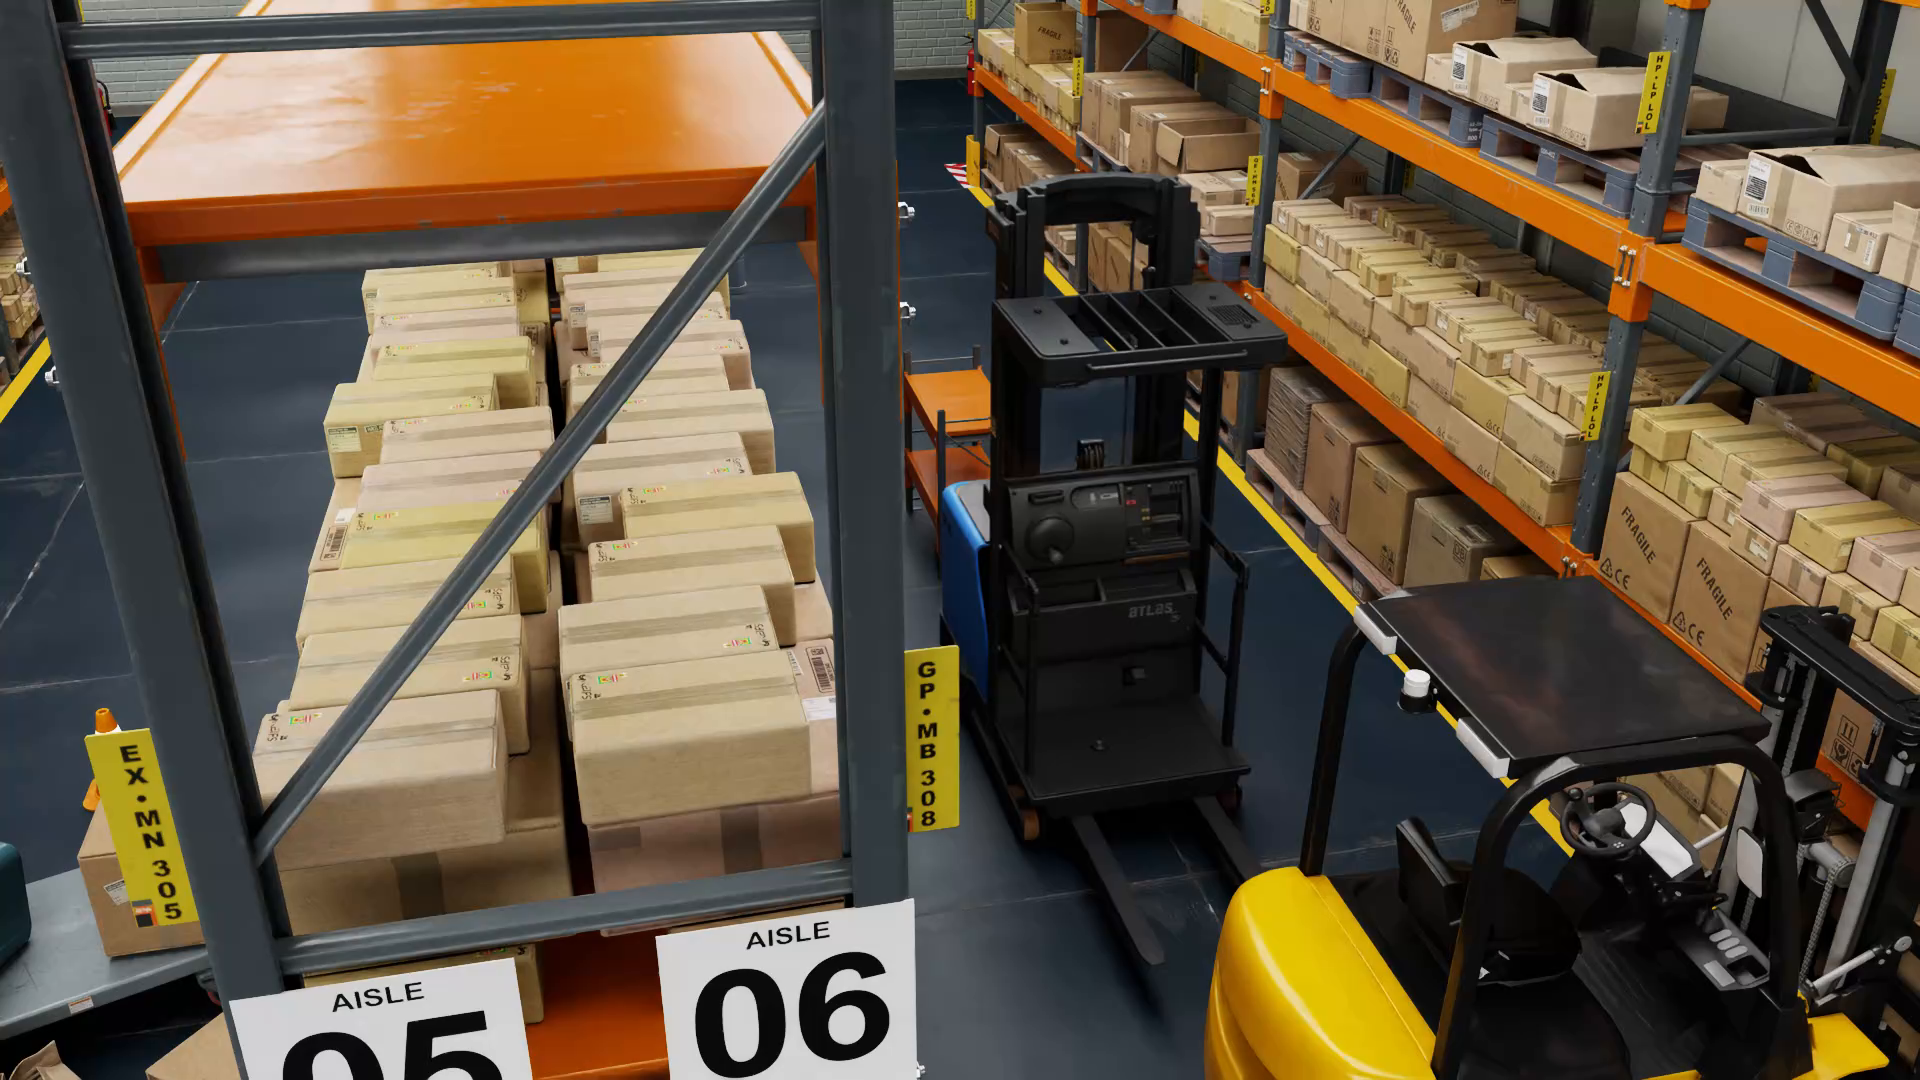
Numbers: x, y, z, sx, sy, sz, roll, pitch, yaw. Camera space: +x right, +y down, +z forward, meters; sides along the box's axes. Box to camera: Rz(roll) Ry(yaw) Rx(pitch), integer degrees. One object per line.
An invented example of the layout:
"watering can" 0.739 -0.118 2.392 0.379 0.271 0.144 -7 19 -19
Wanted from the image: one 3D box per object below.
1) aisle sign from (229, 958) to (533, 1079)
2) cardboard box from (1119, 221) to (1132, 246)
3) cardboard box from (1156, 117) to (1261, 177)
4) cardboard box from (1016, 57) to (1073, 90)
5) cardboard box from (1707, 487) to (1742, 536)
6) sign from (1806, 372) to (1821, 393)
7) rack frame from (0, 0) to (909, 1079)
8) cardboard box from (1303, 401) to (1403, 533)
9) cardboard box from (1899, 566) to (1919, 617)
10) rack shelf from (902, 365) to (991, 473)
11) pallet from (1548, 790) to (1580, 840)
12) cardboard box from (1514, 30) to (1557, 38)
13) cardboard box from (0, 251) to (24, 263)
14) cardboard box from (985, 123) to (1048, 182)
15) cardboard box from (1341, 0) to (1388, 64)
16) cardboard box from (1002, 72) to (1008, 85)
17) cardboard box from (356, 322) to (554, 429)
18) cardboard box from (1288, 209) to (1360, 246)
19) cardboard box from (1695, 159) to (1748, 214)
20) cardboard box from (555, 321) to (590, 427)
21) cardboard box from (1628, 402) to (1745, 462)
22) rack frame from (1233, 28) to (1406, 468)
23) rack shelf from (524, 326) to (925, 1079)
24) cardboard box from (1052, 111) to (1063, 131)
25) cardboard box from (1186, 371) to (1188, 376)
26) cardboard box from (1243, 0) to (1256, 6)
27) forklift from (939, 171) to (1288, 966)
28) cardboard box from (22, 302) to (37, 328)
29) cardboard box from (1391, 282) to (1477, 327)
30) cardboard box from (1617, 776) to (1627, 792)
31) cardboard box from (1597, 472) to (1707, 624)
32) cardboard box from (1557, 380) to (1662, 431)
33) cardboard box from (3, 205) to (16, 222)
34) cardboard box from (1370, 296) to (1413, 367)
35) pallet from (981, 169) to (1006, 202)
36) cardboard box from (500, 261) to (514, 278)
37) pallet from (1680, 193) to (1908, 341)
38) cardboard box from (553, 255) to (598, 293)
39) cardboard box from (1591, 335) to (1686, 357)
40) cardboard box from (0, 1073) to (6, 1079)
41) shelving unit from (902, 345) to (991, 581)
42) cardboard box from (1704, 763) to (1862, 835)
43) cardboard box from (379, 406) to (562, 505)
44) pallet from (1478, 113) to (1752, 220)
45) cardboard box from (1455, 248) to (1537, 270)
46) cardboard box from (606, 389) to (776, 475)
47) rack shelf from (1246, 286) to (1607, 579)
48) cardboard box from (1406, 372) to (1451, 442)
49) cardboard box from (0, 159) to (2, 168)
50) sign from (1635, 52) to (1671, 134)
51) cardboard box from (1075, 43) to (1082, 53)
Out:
"aisle sign" -0.848 0.986 2.582 0.394 0.787 0.004 -6 27 -12
"cardboard box" 1.580 -2.635 14.229 0.380 0.149 0.250 -7 28 -14
"cardboard box" 1.905 -2.859 12.504 0.797 0.503 0.637 -7 28 -13
"cardboard box" 0.857 -4.613 16.397 0.500 0.250 0.500 -7 28 -13
"cardboard box" 3.316 -0.114 6.816 0.380 0.149 0.250 -6 27 -12
"sign" 3.895 -0.650 7.661 0.100 0.325 0.005 -6 27 -12
"rack frame" -0.579 -0.588 1.928 1.000 3.000 0.127 -6 27 -12
"cardboard box" 2.735 -0.494 10.568 0.875 0.625 0.625 -5 27 -10
"cardboard box" 3.579 0.197 5.870 0.380 0.149 0.250 -6 27 -11
"rack shelf" -0.002 -0.766 10.371 0.538 0.278 1.000 -6 27 -12
"pallet" 3.493 1.427 7.689 1.003 0.211 1.213 -6 27 -12
"cardboard box" 3.035 -2.695 9.113 0.380 0.166 0.250 -6 27 -12
"cardboard box" -8.149 -2.329 14.072 0.380 0.149 0.250 -7 28 -13
"cardboard box" 0.696 -4.234 18.115 0.797 0.503 0.637 -7 28 -14
"cardboard box" 2.590 -2.989 9.326 0.700 0.500 0.500 -6 27 -13
"cardboard box" 0.650 -4.819 17.248 0.380 0.149 0.250 -5 27 -10
"cardboard box" -1.422 -0.403 4.727 0.500 0.250 0.500 -6 27 -11
"cardboard box" 2.300 -1.975 10.503 0.380 0.149 0.250 -5 27 -10
"cardboard box" 3.160 -1.403 6.573 0.380 0.149 0.250 -5 27 -11
"cardboard box" -0.903 -0.457 4.834 0.500 0.250 0.500 -6 27 -12
"cardboard box" 3.138 -0.468 7.188 0.380 0.149 0.250 -5 27 -11
"rack frame" 2.453 -1.927 11.240 1.000 3.000 0.127 -6 27 -12
"rack shelf" -1.030 0.194 4.506 1.077 0.370 4.000 -6 27 -12
"cardboard box" 1.072 -3.909 15.445 0.380 0.149 0.250 -5 27 -10
"cardboard box" 1.925 -1.613 12.925 0.500 0.500 0.500 -5 27 -9
"cardboard box" 2.099 -3.625 10.997 0.380 0.149 0.250 -7 28 -13
"forklift" 0.738 -0.067 7.630 1.130 2.935 3.031 -6 27 -12
"cardboard box" -7.912 -1.855 13.794 0.380 0.149 0.250 -5 27 -10
"cardboard box" 2.609 -1.300 9.165 0.380 0.149 0.250 -7 28 -13
"cardboard box" 3.163 0.889 7.690 0.500 0.250 0.500 -6 27 -12
"cardboard box" 3.200 0.005 7.300 0.500 0.500 0.500 -7 28 -13
"cardboard box" 3.061 -0.633 7.844 0.380 0.149 0.250 -5 27 -10
"cardboard box" -8.950 -2.970 15.342 0.380 0.149 0.250 -7 28 -14
"cardboard box" 2.667 -1.191 9.392 0.500 0.250 0.500 -6 27 -11
"pallet" 0.848 -3.811 18.067 1.003 0.211 1.213 -6 27 -12
"cardboard box" -1.590 -0.849 5.168 0.380 0.149 0.250 -7 28 -13
"pallet" 3.572 -1.099 6.368 1.003 0.211 1.213 -6 27 -12
"cardboard box" -1.092 -0.902 5.273 0.380 0.149 0.250 -5 27 -10
"cardboard box" 3.420 -0.915 8.402 0.380 0.149 0.250 -6 27 -12
"cardboard box" -3.660 2.220 5.642 0.797 0.637 0.503 -6 27 -12
"shelving unit" -0.002 -0.505 10.502 0.538 1.125 1.048 -6 27 -12
"cardboard box" 3.387 1.109 6.699 0.500 0.250 0.500 -5 27 -10
"cardboard box" -1.127 -0.181 3.844 0.380 0.149 0.250 -7 28 -13
"pallet" 3.143 -1.811 7.892 0.805 0.209 1.217 -7 28 -14
"cardboard box" 3.135 -1.592 9.744 0.380 0.149 0.250 -6 27 -12
"cardboard box" -0.641 -0.234 3.950 0.380 0.149 0.250 -5 27 -10
"rack shelf" 2.904 -0.728 9.662 1.077 0.370 4.000 -6 27 -12
"cardboard box" 2.786 -0.740 9.054 0.500 0.250 0.500 -6 27 -11
"cardboard box" -8.068 -3.268 13.454 0.500 0.500 0.500 -6 27 -12
"sign" 2.828 -1.822 6.780 0.100 0.325 0.005 -6 27 -12
"cardboard box" 1.235 -4.886 16.938 0.500 0.250 0.500 -5 27 -10
